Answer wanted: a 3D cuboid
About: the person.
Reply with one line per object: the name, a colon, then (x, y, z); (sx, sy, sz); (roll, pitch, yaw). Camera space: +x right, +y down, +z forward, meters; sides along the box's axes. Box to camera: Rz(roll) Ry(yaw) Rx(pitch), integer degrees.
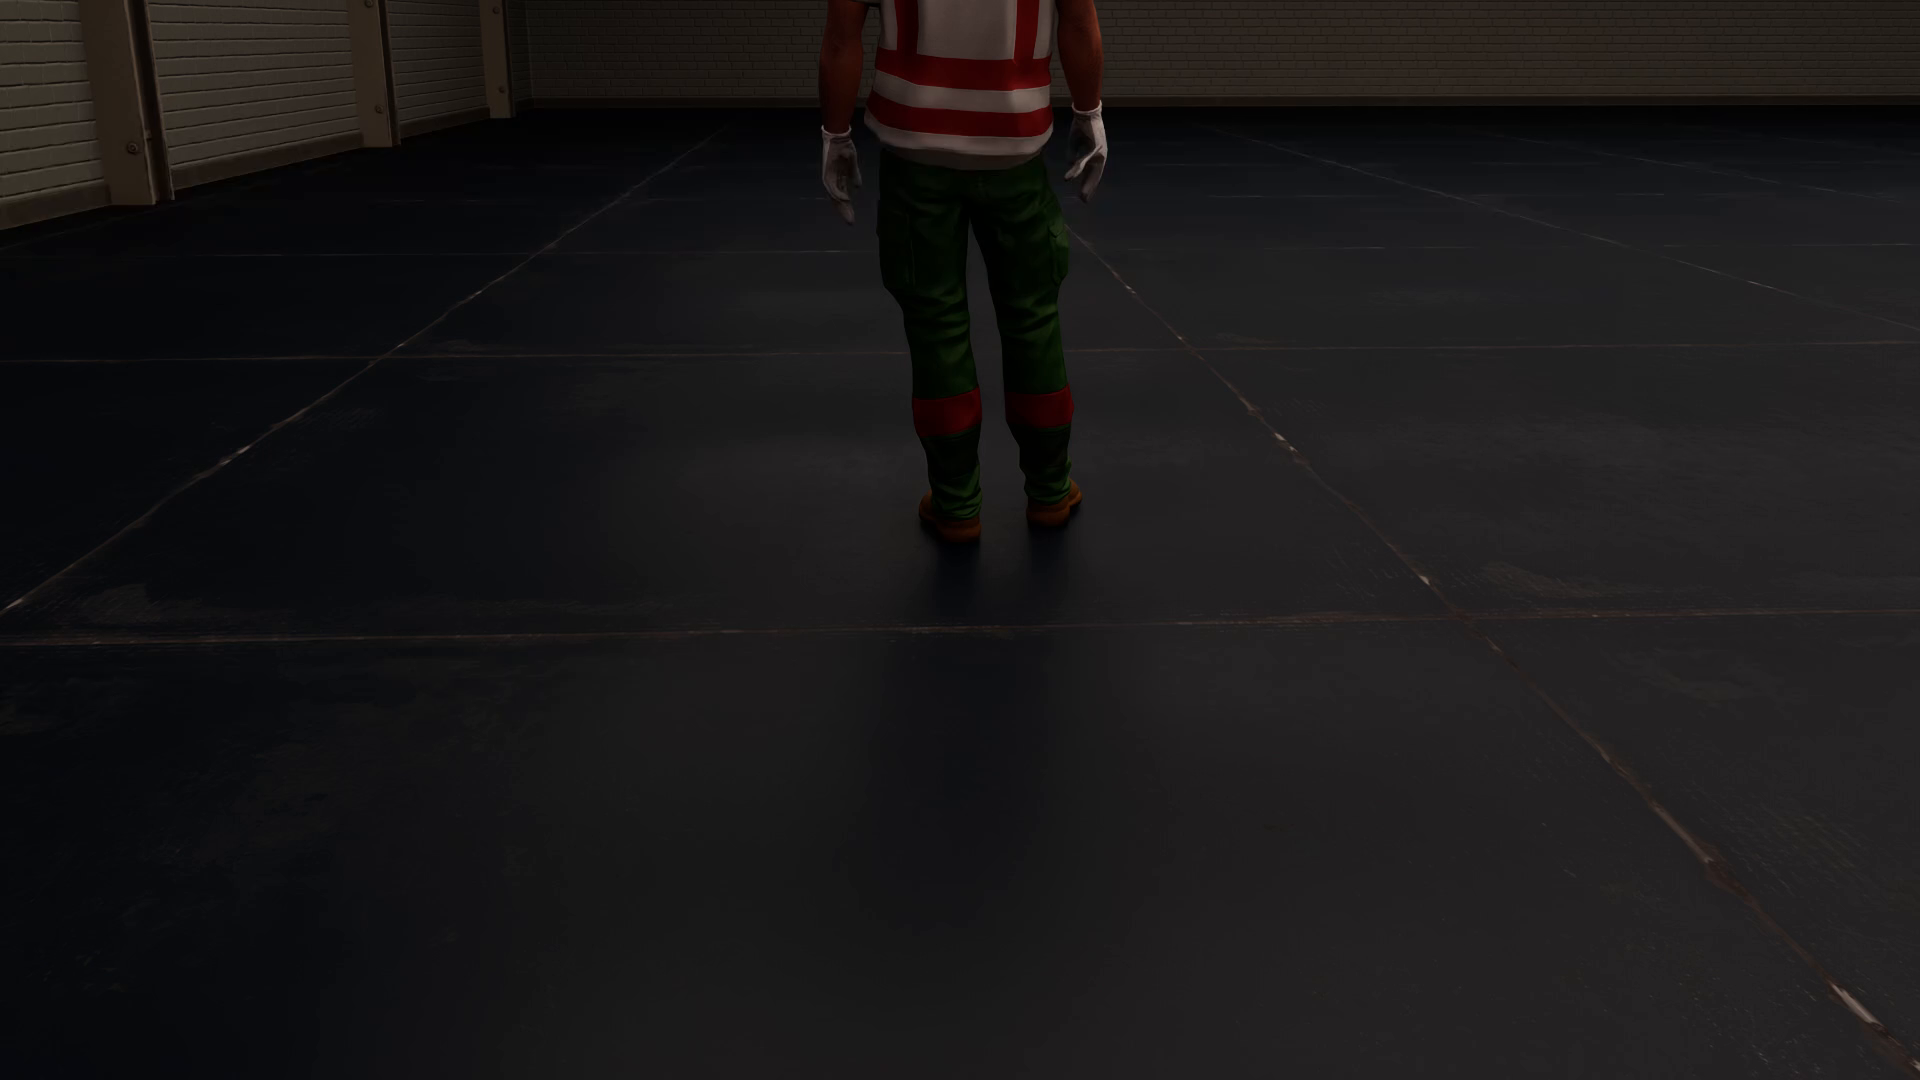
person: (0.009, -0.886, 3.731); (0.637, 1.787, 0.564); (-1, 17, -3)
